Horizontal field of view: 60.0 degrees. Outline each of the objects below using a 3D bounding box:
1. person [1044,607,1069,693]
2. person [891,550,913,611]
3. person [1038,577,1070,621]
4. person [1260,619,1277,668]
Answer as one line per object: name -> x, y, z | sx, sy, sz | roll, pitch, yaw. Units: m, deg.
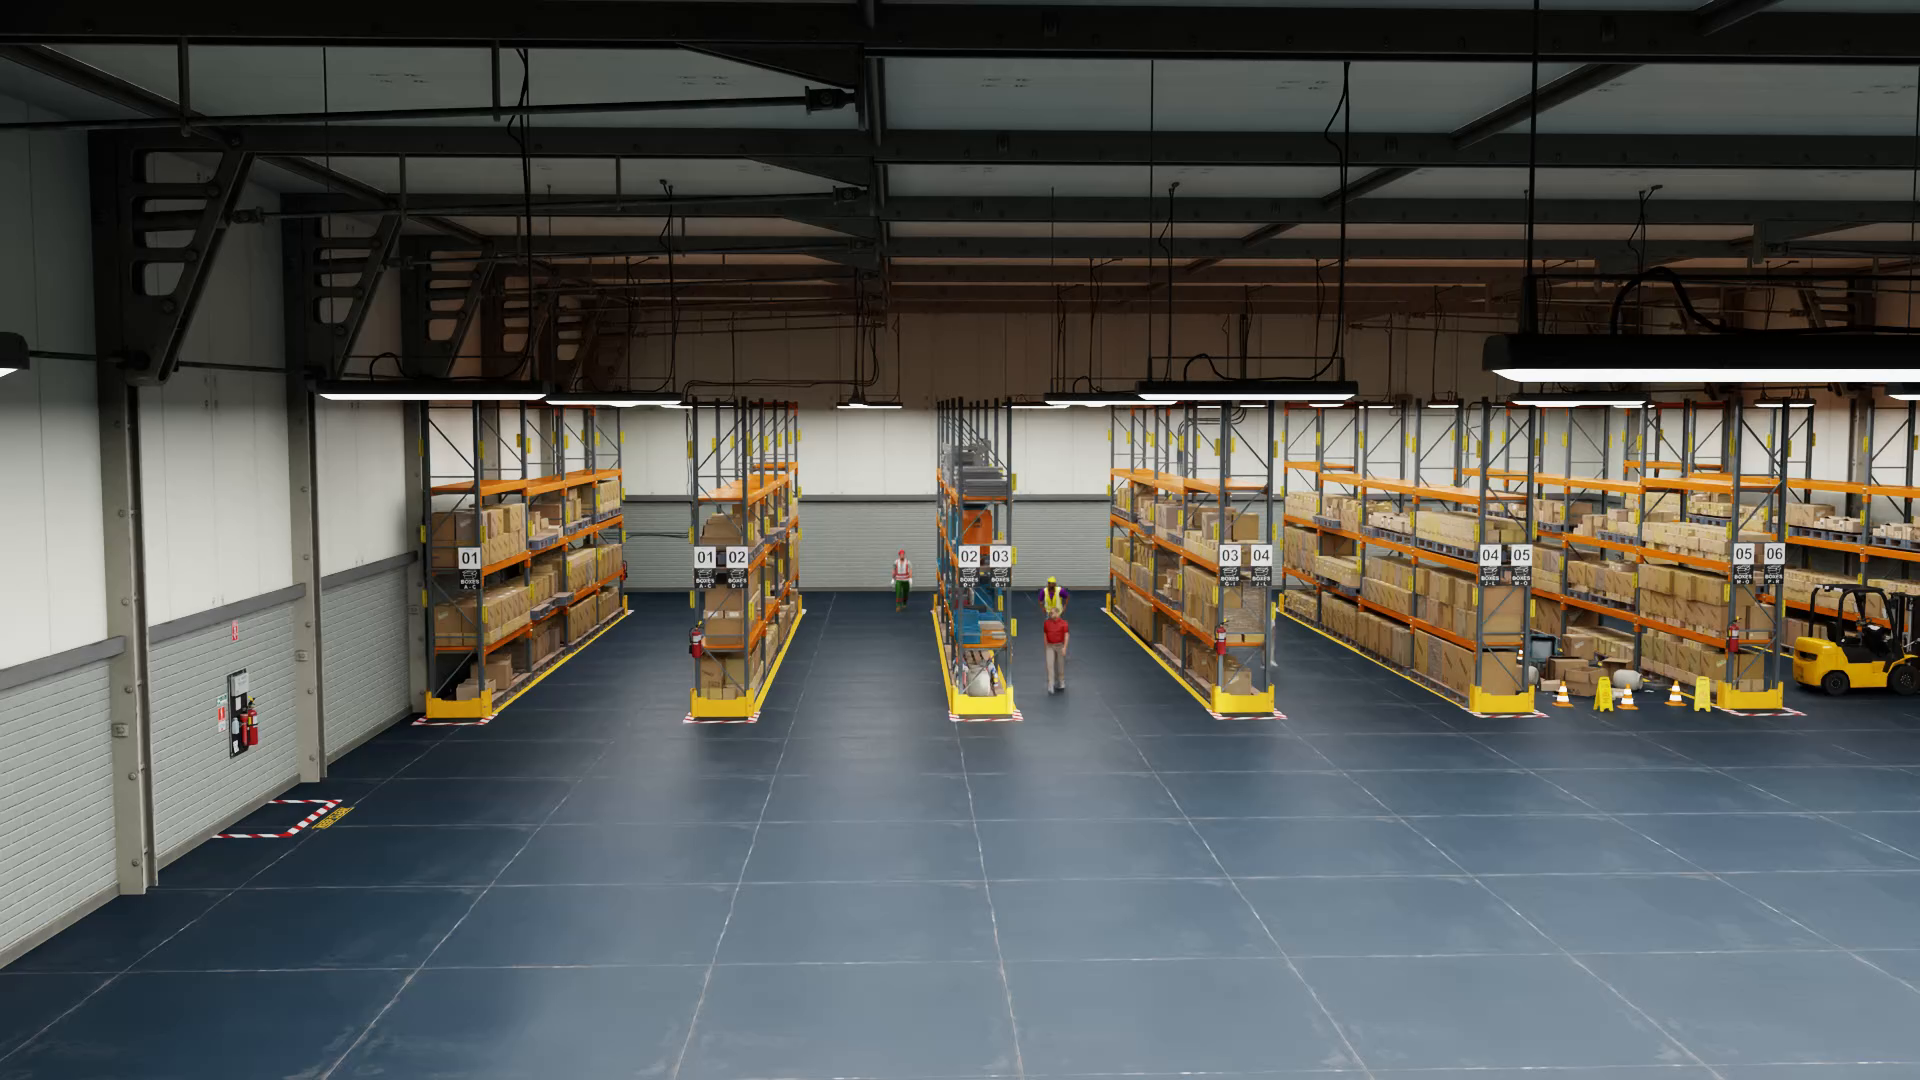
person -> 1.954, 2.226, 34.044 | 0.560, 1.691, 0.908 | 1, 5, 13
person -> -1.671, 1.151, 47.685 | 0.626, 1.725, 1.061 | 0, 4, 1
person -> 2.222, 1.694, 39.372 | 0.749, 1.672, 0.669 | 1, 4, 8
person -> 6.815, 2.075, 36.987 | 0.462, 1.596, 0.480 | 0, 4, -3
